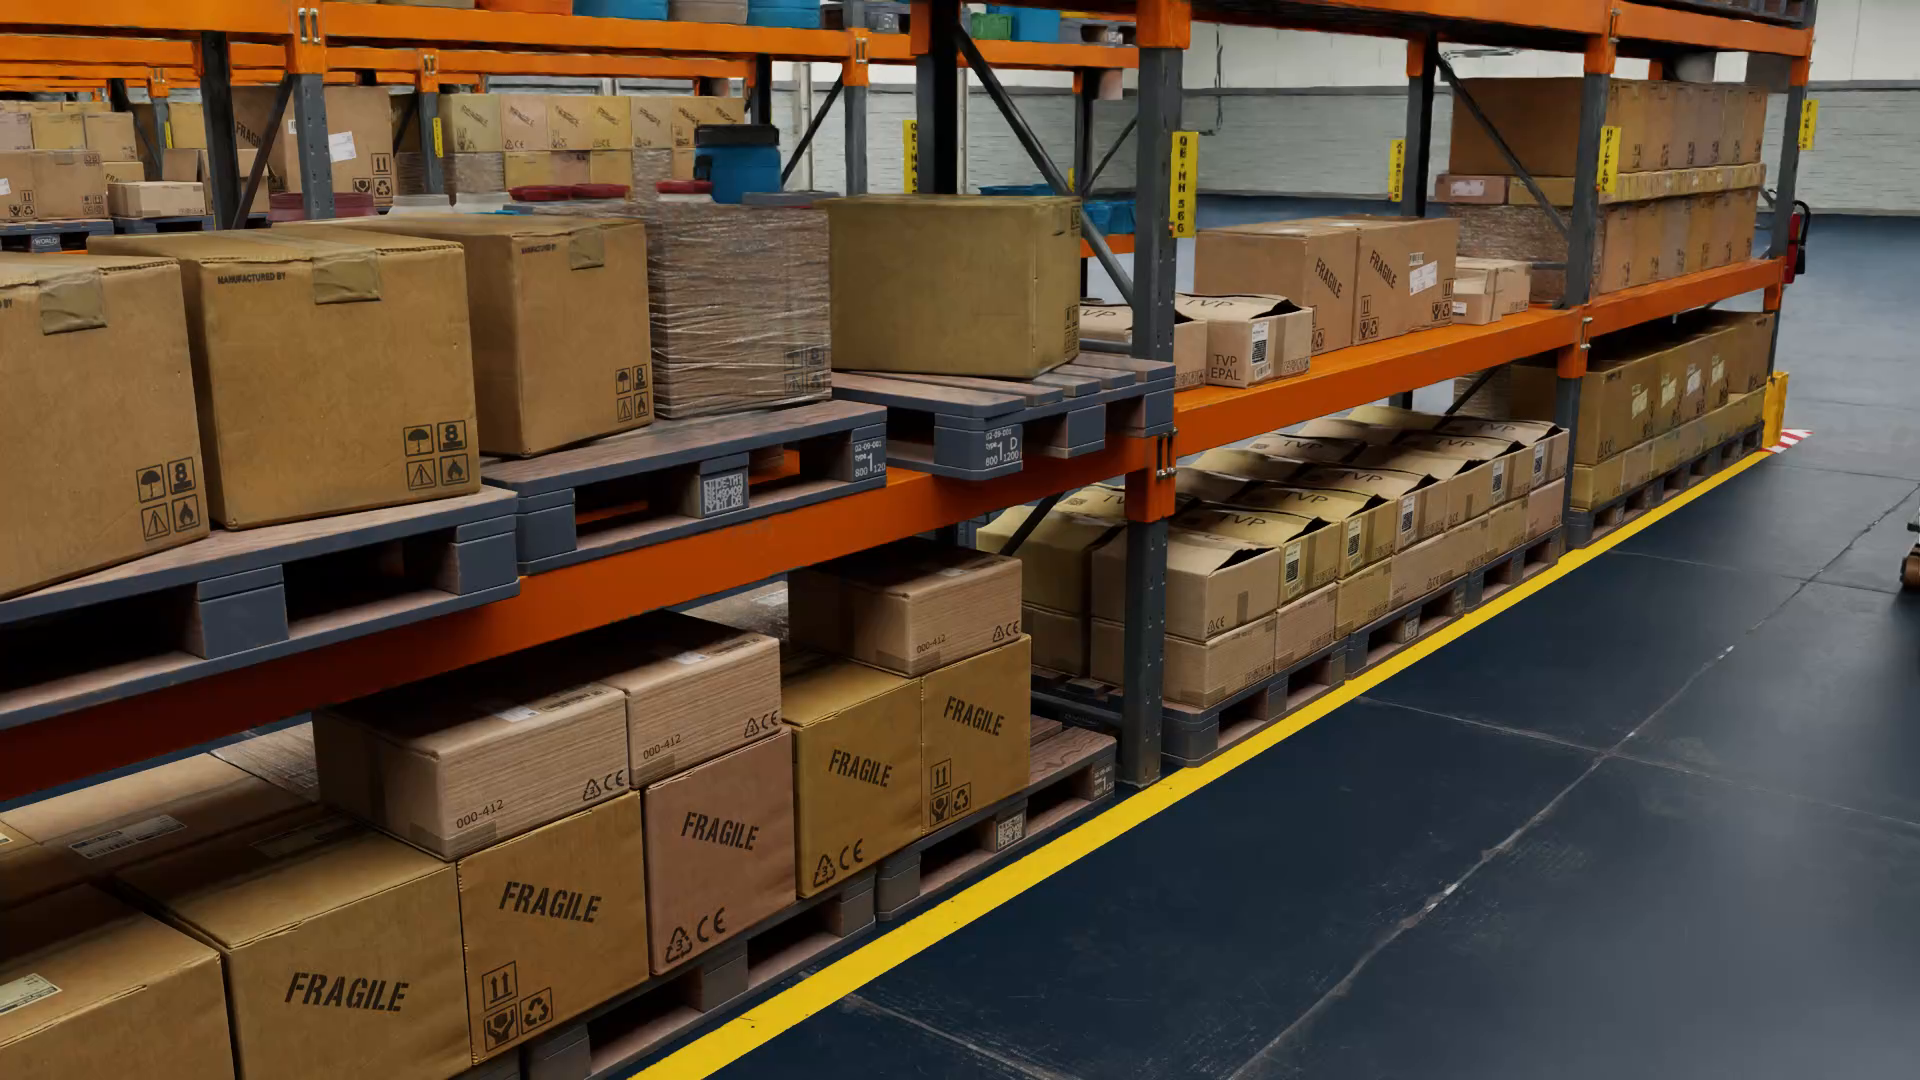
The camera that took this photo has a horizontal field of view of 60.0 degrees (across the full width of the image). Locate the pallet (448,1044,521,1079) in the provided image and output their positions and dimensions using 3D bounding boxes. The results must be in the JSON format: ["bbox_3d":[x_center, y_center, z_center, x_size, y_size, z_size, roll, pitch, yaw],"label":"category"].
[{"bbox_3d":[-1.758,1.278,3.665,1.003,0.211,1.213,11,18,38],"label":"pallet"}]

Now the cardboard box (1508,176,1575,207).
[{"bbox_3d":[3.107,-1.829,8.708,0.380,0.149,0.250,11,18,37],"label":"cardboard box"}]

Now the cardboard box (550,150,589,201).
[{"bbox_3d":[-4.007,-3.449,15.800,0.875,0.500,0.500,11,18,38],"label":"cardboard box"}]

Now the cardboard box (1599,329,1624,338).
[{"bbox_3d":[3.847,-1.089,10.528,0.500,0.500,0.500,11,18,38],"label":"cardboard box"}]

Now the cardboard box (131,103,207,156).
[{"bbox_3d":[-8.451,-4.426,17.957,0.875,0.550,0.550,11,18,38],"label":"cardboard box"}]

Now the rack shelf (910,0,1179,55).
[{"bbox_3d":[-0.983,-1.400,3.912,1.077,0.370,4.000,11,18,38],"label":"rack shelf"}]

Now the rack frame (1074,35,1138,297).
[{"bbox_3d":[1.451,-2.978,14.752,1.000,3.000,0.127,11,18,38],"label":"rack frame"}]

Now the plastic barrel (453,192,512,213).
[{"bbox_3d":[-2.831,-1.810,9.930,0.421,0.512,0.421,0,14,0],"label":"plastic barrel"}]

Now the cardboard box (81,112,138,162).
[{"bbox_3d":[-9.017,-4.202,17.338,0.700,0.500,0.500,11,18,37],"label":"cardboard box"}]

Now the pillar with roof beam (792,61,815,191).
[{"bbox_3d":[-0.449,-11.740,37.059,9.100,9.000,0.400,11,18,38],"label":"pillar with roof beam"}]

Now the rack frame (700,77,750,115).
[{"bbox_3d":[-2.401,-3.744,17.769,1.000,3.000,0.127,11,18,38],"label":"rack frame"}]

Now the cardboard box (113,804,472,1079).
[{"bbox_3d":[-1.420,0.927,3.564,0.500,0.500,0.500,12,18,38],"label":"cardboard box"}]

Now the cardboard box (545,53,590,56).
[{"bbox_3d":[-3.784,-4.601,15.356,0.500,0.250,0.500,10,18,35],"label":"cardboard box"}]

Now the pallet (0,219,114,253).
[{"bbox_3d":[-7.064,-2.272,12.364,1.213,0.211,1.003,11,18,38],"label":"pallet"}]

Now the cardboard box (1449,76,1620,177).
[{"bbox_3d":[3.062,-2.207,8.882,0.700,0.500,0.500,11,18,38],"label":"cardboard box"}]

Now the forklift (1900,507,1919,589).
[{"bbox_3d":[5.272,-1.172,7.783,1.130,2.935,3.031,10,17,34],"label":"forklift"}]

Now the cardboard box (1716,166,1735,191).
[{"bbox_3d":[4.726,-2.323,10.656,0.380,0.149,0.250,12,18,38],"label":"cardboard box"}]

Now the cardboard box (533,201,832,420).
[{"bbox_3d":[-0.758,-0.647,4.520,0.500,0.500,0.700,-12,18,-39],"label":"cardboard box"}]

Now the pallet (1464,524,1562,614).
[{"bbox_3d":[2.355,0.054,8.480,1.003,0.211,1.213,11,18,38],"label":"pallet"}]

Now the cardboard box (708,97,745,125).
[{"bbox_3d":[-2.554,-4.278,17.031,0.500,0.500,0.500,11,18,38],"label":"cardboard box"}]

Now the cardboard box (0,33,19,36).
[{"bbox_3d":[-6.936,-3.644,11.586,0.500,0.250,0.500,12,18,39],"label":"cardboard box"}]

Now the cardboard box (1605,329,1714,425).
[{"bbox_3d":[4.264,-1.007,10.201,0.500,0.500,0.500,11,18,38],"label":"cardboard box"}]

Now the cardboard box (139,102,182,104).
[{"bbox_3d":[-10.825,-5.614,22.291,0.700,0.500,0.500,11,18,37],"label":"cardboard box"}]

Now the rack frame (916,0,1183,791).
[{"bbox_3d":[0.274,-0.678,5.700,1.000,3.000,0.127,11,18,38],"label":"rack frame"}]

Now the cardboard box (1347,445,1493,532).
[{"bbox_3d":[2.119,-0.269,7.683,0.500,0.311,0.500,11,18,37],"label":"cardboard box"}]

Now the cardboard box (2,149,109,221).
[{"bbox_3d":[-6.848,-2.696,12.587,0.500,0.500,0.700,-13,19,-41],"label":"cardboard box"}]

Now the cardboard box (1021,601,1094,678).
[{"bbox_3d":[0.415,0.312,6.532,0.500,0.250,0.500,12,18,39],"label":"cardboard box"}]

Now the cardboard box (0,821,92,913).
[{"bbox_3d":[-2.153,0.947,3.485,0.500,0.500,0.500,11,18,37],"label":"cardboard box"}]

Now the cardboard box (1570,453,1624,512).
[{"bbox_3d":[3.315,-0.357,9.168,0.500,0.250,0.500,11,18,38],"label":"cardboard box"}]

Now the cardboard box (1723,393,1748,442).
[{"bbox_3d":[4.890,-0.835,11.050,0.500,0.250,0.500,11,18,38],"label":"cardboard box"}]

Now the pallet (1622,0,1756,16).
[{"bbox_3d":[4.071,-3.255,9.932,1.003,0.211,1.213,11,18,38],"label":"pallet"}]

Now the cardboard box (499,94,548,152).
[{"bbox_3d":[-4.121,-3.798,15.143,0.500,0.500,0.500,11,18,38],"label":"cardboard box"}]

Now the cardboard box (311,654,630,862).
[{"bbox_3d":[-1.118,0.476,3.816,0.500,0.250,0.500,11,18,38],"label":"cardboard box"}]

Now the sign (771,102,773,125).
[{"bbox_3d":[-1.982,-4.369,17.234,0.100,0.325,0.005,11,18,38],"label":"sign"}]

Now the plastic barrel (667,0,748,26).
[{"bbox_3d":[-1.624,-3.652,10.296,0.600,0.901,0.600,0,14,0],"label":"plastic barrel"}]

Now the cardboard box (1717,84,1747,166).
[{"bbox_3d":[4.639,-2.688,10.775,0.700,0.500,0.500,11,18,36],"label":"cardboard box"}]

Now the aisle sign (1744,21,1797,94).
[{"bbox_3d":[5.572,-3.437,11.282,0.394,0.787,0.004,11,18,38],"label":"aisle sign"}]

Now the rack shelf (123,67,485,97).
[{"bbox_3d":[-7.452,-5.253,19.078,1.077,0.370,4.000,11,18,38],"label":"rack shelf"}]

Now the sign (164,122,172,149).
[{"bbox_3d":[-8.281,-4.206,17.395,0.100,0.325,0.005,11,18,38],"label":"sign"}]

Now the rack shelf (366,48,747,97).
[{"bbox_3d":[-3.658,-4.466,15.980,1.077,0.370,4.000,11,18,38],"label":"rack shelf"}]

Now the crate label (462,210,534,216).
[{"bbox_3d":[-2.742,-1.611,9.301,0.502,0.435,0.616,11,18,38],"label":"crate label"}]

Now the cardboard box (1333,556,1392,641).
[{"bbox_3d":[1.469,0.199,6.978,0.500,0.250,0.500,11,18,36],"label":"cardboard box"}]

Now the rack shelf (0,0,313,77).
[{"bbox_3d":[-4.834,-2.168,6.932,1.077,0.370,4.000,11,18,38],"label":"rack shelf"}]

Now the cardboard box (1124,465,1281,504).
[{"bbox_3d":[1.052,-0.156,7.238,0.500,0.311,0.500,11,18,37],"label":"cardboard box"}]

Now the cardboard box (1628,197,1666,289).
[{"bbox_3d":[3.707,-1.776,9.819,0.700,0.500,0.500,12,18,38],"label":"cardboard box"}]

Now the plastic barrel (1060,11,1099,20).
[{"bbox_3d":[0.834,-4.488,13.371,0.600,0.588,0.600,0,14,0],"label":"plastic barrel"}]

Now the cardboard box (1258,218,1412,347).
[{"bbox_3d":[1.647,-1.151,7.360,0.500,0.500,0.500,11,18,38],"label":"cardboard box"}]

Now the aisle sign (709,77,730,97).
[{"bbox_3d":[-2.595,-5.062,17.678,0.394,0.787,0.004,11,18,38],"label":"aisle sign"}]

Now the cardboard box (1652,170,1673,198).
[{"bbox_3d":[3.914,-2.076,9.682,0.380,0.149,0.250,11,18,36],"label":"cardboard box"}]

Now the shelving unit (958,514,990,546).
[{"bbox_3d":[0.009,-0.584,8.986,0.258,1.200,0.189,11,18,38],"label":"shelving unit"}]
